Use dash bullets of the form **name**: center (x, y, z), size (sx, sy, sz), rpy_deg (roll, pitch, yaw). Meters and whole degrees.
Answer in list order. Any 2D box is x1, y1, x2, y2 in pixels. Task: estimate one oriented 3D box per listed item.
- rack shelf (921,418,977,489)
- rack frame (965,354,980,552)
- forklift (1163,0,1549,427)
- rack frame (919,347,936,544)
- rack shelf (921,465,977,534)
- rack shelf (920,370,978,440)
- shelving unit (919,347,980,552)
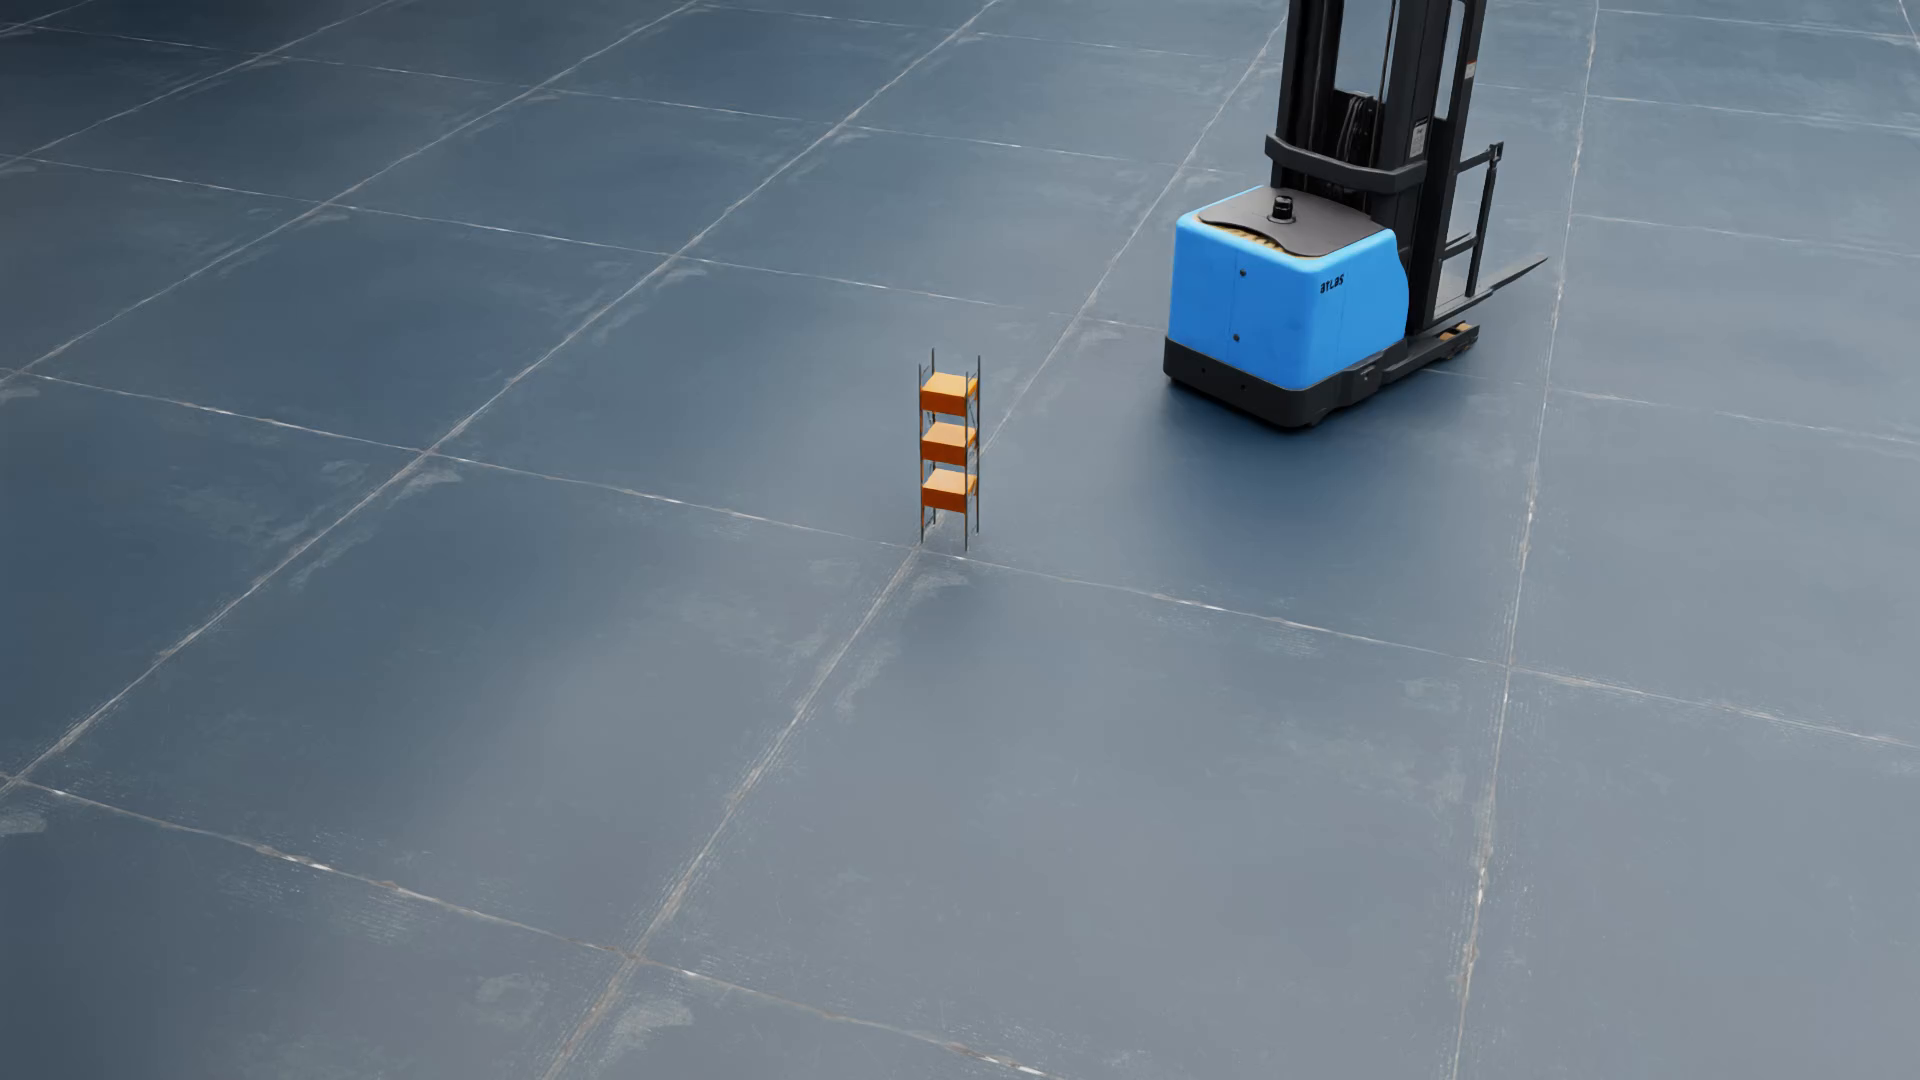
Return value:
- **rack shelf**: center (-0.050, -0.442, 8.486), size (0.240, 0.259, 0.215), rpy_deg (11, 34, 16)
- **rack frame**: center (0.064, -0.429, 8.446), size (0.008, 1.050, 0.200), rpy_deg (11, 34, 16)
- **forklift**: center (2.676, -2.562, 10.016), size (3.031, 2.935, 1.130), rpy_deg (-26, 41, -35)
- **rack frame**: center (-0.165, -0.473, 8.515), size (0.008, 1.050, 0.200), rpy_deg (11, 34, 16)
- **rack shelf**: center (-0.050, -0.208, 8.637), size (0.240, 0.259, 0.215), rpy_deg (11, 34, 16)
- **rack shelf**: center (-0.050, -0.680, 8.332), size (0.240, 0.259, 0.215), rpy_deg (11, 34, 16)
- **shelving unit**: center (-0.050, -0.451, 8.480), size (0.252, 1.050, 0.215), rpy_deg (11, 34, 16)
